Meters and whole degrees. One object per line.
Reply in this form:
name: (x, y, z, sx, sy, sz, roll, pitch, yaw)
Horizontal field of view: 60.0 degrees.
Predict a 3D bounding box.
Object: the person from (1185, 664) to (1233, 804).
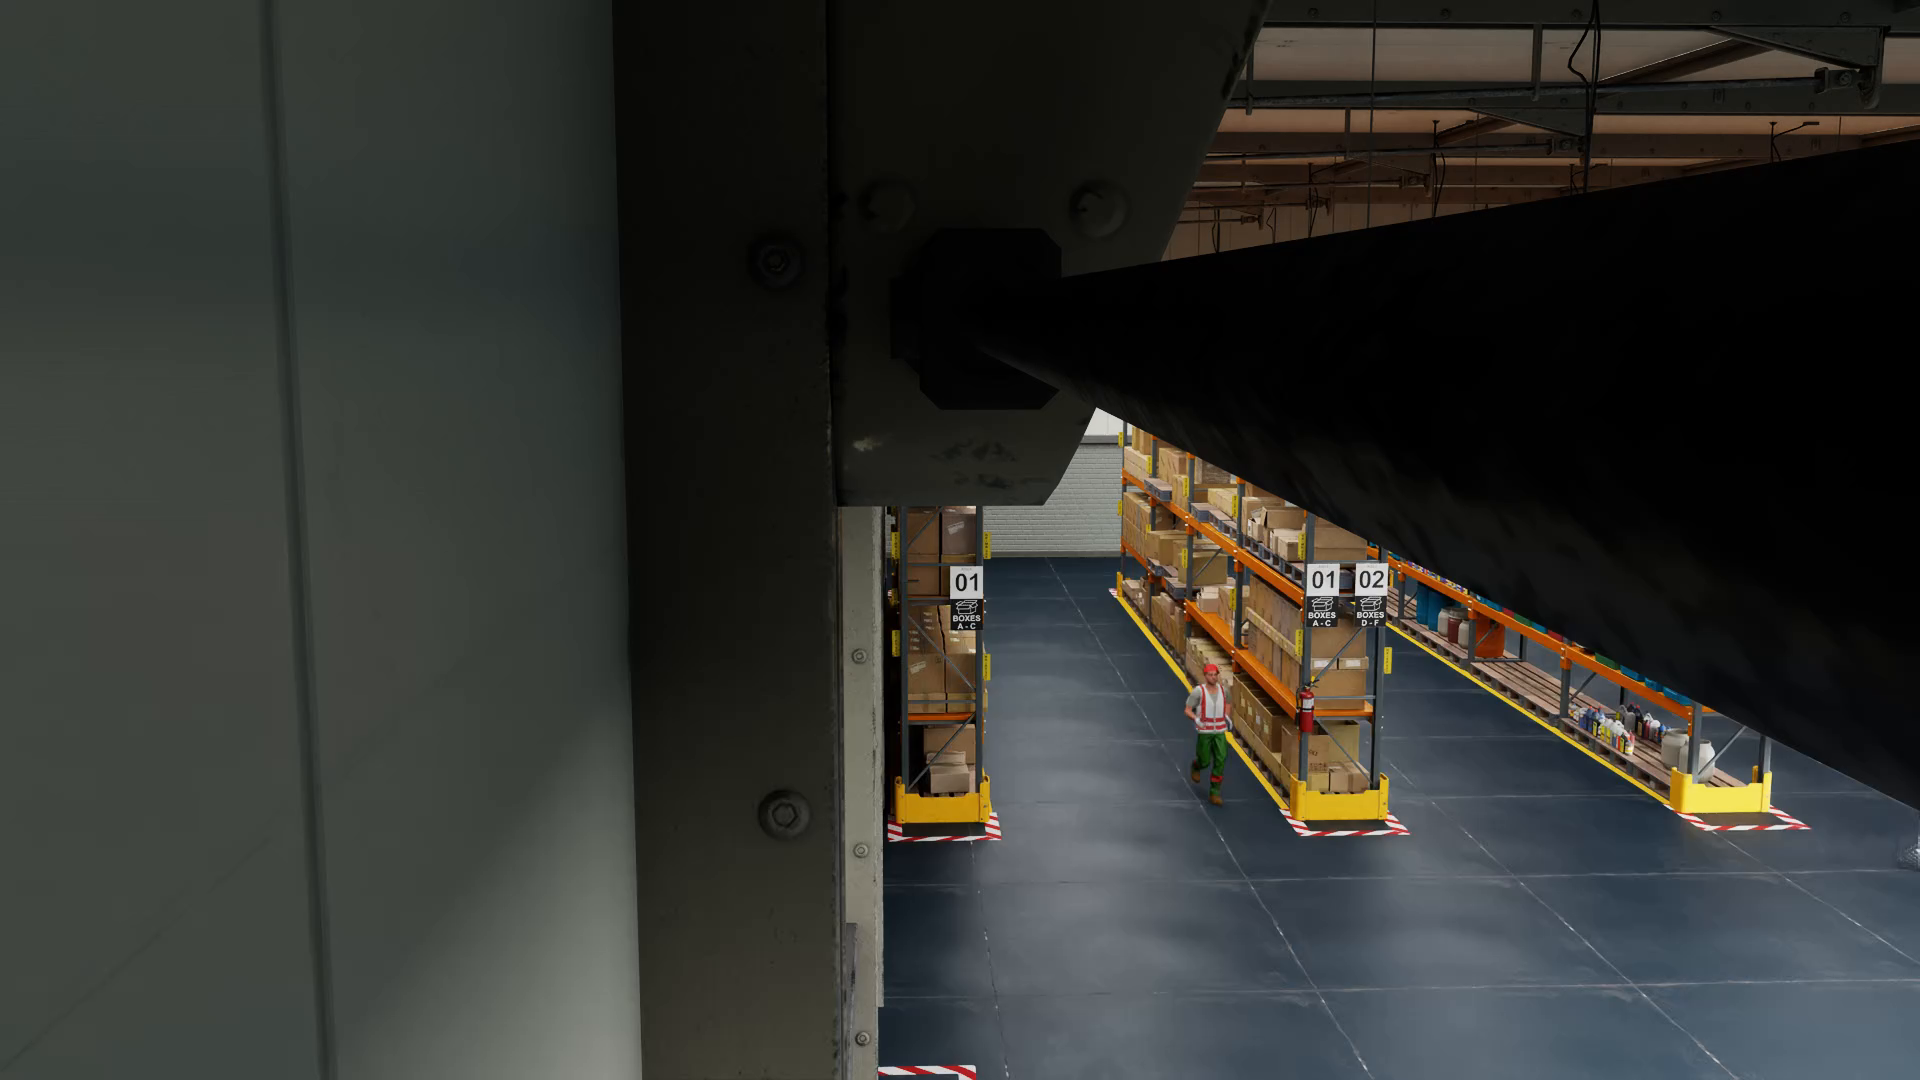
person: (3.229, 2.463, 21.391, 0.658, 1.751, 0.871, -1, 8, -9)
